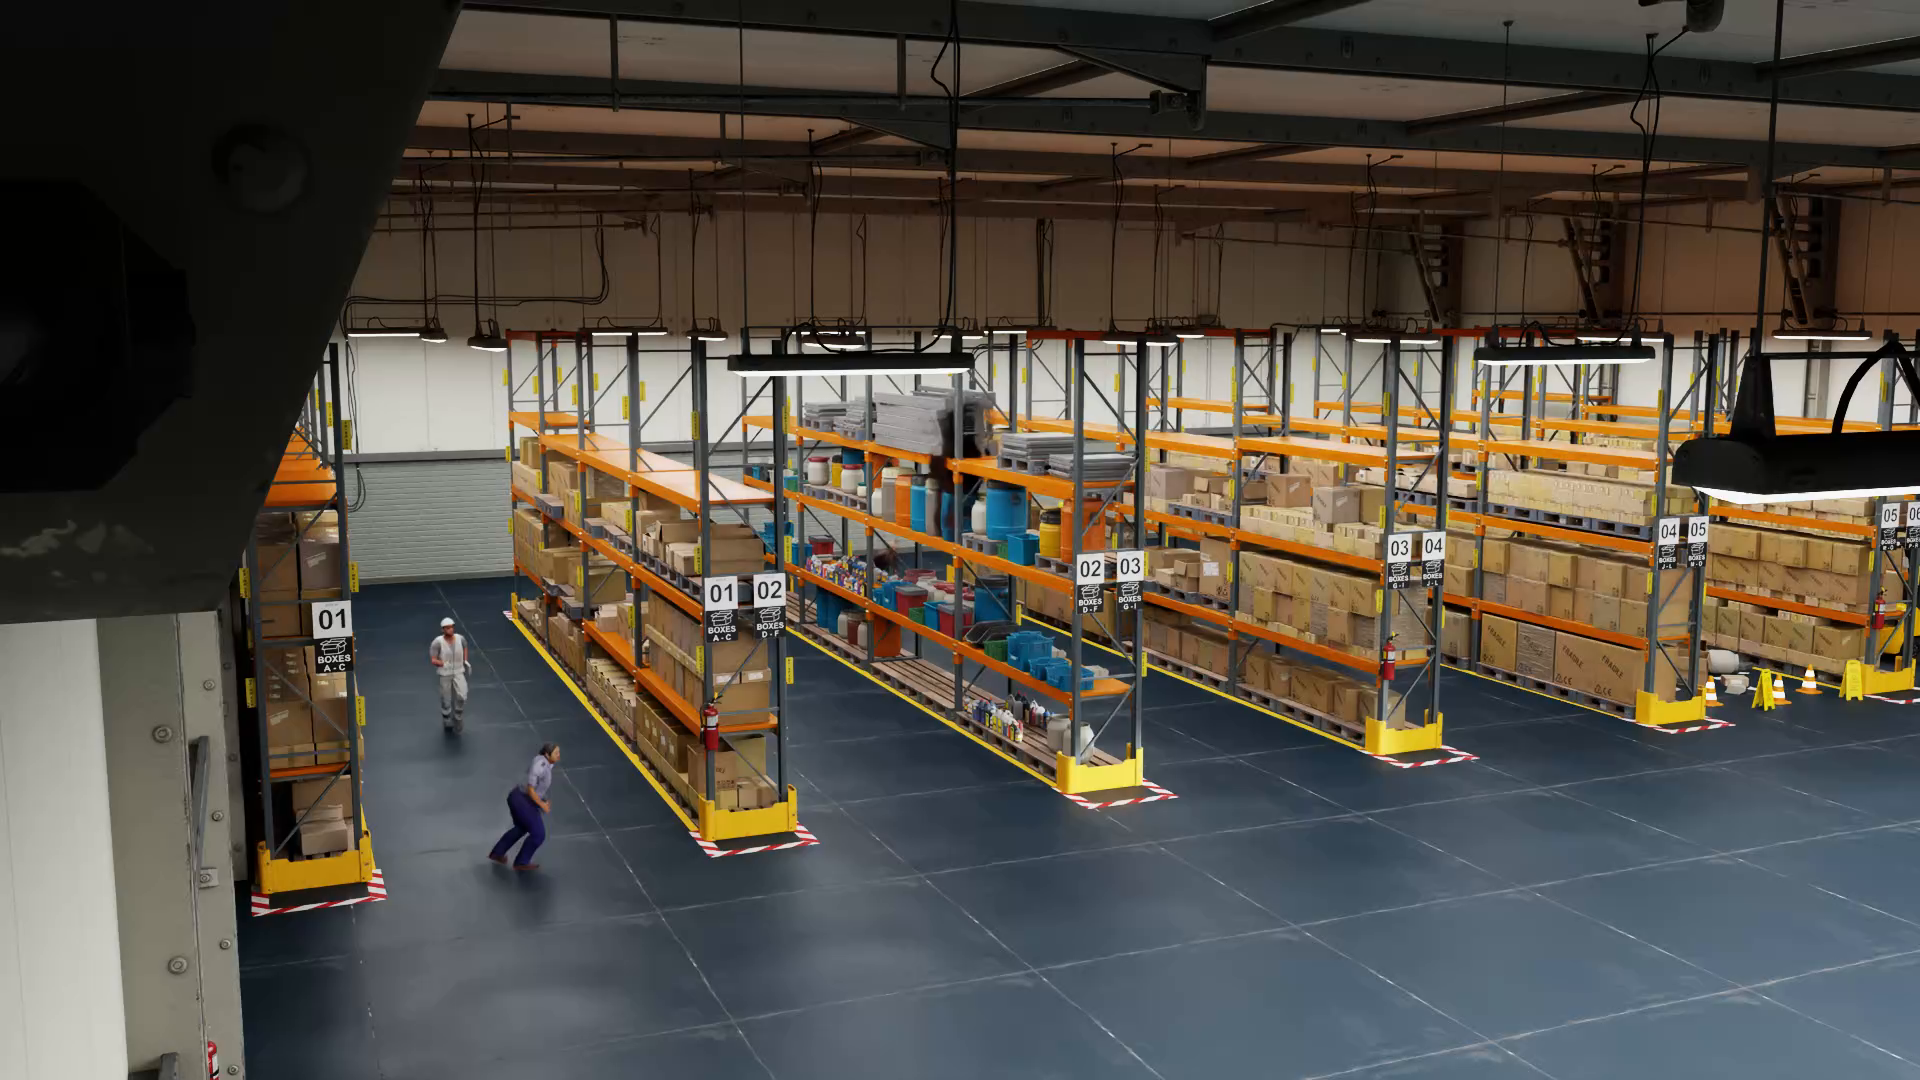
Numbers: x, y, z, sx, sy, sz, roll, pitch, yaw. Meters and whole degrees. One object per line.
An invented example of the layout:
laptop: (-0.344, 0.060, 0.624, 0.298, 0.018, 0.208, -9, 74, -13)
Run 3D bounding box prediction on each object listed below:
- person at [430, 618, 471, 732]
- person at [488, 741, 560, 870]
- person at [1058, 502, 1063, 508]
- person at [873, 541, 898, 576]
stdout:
person: (-7.666, 2.041, 25.100, 0.639, 1.766, 0.778, -4, 9, -29)
person: (-4.979, 3.030, 18.976, 0.824, 1.509, 0.640, -3, 8, -19)
person: (2.445, -0.116, 41.259, 0.770, 1.698, 0.793, -2, 8, -14)
person: (-1.707, 0.777, 35.234, 0.956, 1.584, 0.727, 7, 11, 44)
